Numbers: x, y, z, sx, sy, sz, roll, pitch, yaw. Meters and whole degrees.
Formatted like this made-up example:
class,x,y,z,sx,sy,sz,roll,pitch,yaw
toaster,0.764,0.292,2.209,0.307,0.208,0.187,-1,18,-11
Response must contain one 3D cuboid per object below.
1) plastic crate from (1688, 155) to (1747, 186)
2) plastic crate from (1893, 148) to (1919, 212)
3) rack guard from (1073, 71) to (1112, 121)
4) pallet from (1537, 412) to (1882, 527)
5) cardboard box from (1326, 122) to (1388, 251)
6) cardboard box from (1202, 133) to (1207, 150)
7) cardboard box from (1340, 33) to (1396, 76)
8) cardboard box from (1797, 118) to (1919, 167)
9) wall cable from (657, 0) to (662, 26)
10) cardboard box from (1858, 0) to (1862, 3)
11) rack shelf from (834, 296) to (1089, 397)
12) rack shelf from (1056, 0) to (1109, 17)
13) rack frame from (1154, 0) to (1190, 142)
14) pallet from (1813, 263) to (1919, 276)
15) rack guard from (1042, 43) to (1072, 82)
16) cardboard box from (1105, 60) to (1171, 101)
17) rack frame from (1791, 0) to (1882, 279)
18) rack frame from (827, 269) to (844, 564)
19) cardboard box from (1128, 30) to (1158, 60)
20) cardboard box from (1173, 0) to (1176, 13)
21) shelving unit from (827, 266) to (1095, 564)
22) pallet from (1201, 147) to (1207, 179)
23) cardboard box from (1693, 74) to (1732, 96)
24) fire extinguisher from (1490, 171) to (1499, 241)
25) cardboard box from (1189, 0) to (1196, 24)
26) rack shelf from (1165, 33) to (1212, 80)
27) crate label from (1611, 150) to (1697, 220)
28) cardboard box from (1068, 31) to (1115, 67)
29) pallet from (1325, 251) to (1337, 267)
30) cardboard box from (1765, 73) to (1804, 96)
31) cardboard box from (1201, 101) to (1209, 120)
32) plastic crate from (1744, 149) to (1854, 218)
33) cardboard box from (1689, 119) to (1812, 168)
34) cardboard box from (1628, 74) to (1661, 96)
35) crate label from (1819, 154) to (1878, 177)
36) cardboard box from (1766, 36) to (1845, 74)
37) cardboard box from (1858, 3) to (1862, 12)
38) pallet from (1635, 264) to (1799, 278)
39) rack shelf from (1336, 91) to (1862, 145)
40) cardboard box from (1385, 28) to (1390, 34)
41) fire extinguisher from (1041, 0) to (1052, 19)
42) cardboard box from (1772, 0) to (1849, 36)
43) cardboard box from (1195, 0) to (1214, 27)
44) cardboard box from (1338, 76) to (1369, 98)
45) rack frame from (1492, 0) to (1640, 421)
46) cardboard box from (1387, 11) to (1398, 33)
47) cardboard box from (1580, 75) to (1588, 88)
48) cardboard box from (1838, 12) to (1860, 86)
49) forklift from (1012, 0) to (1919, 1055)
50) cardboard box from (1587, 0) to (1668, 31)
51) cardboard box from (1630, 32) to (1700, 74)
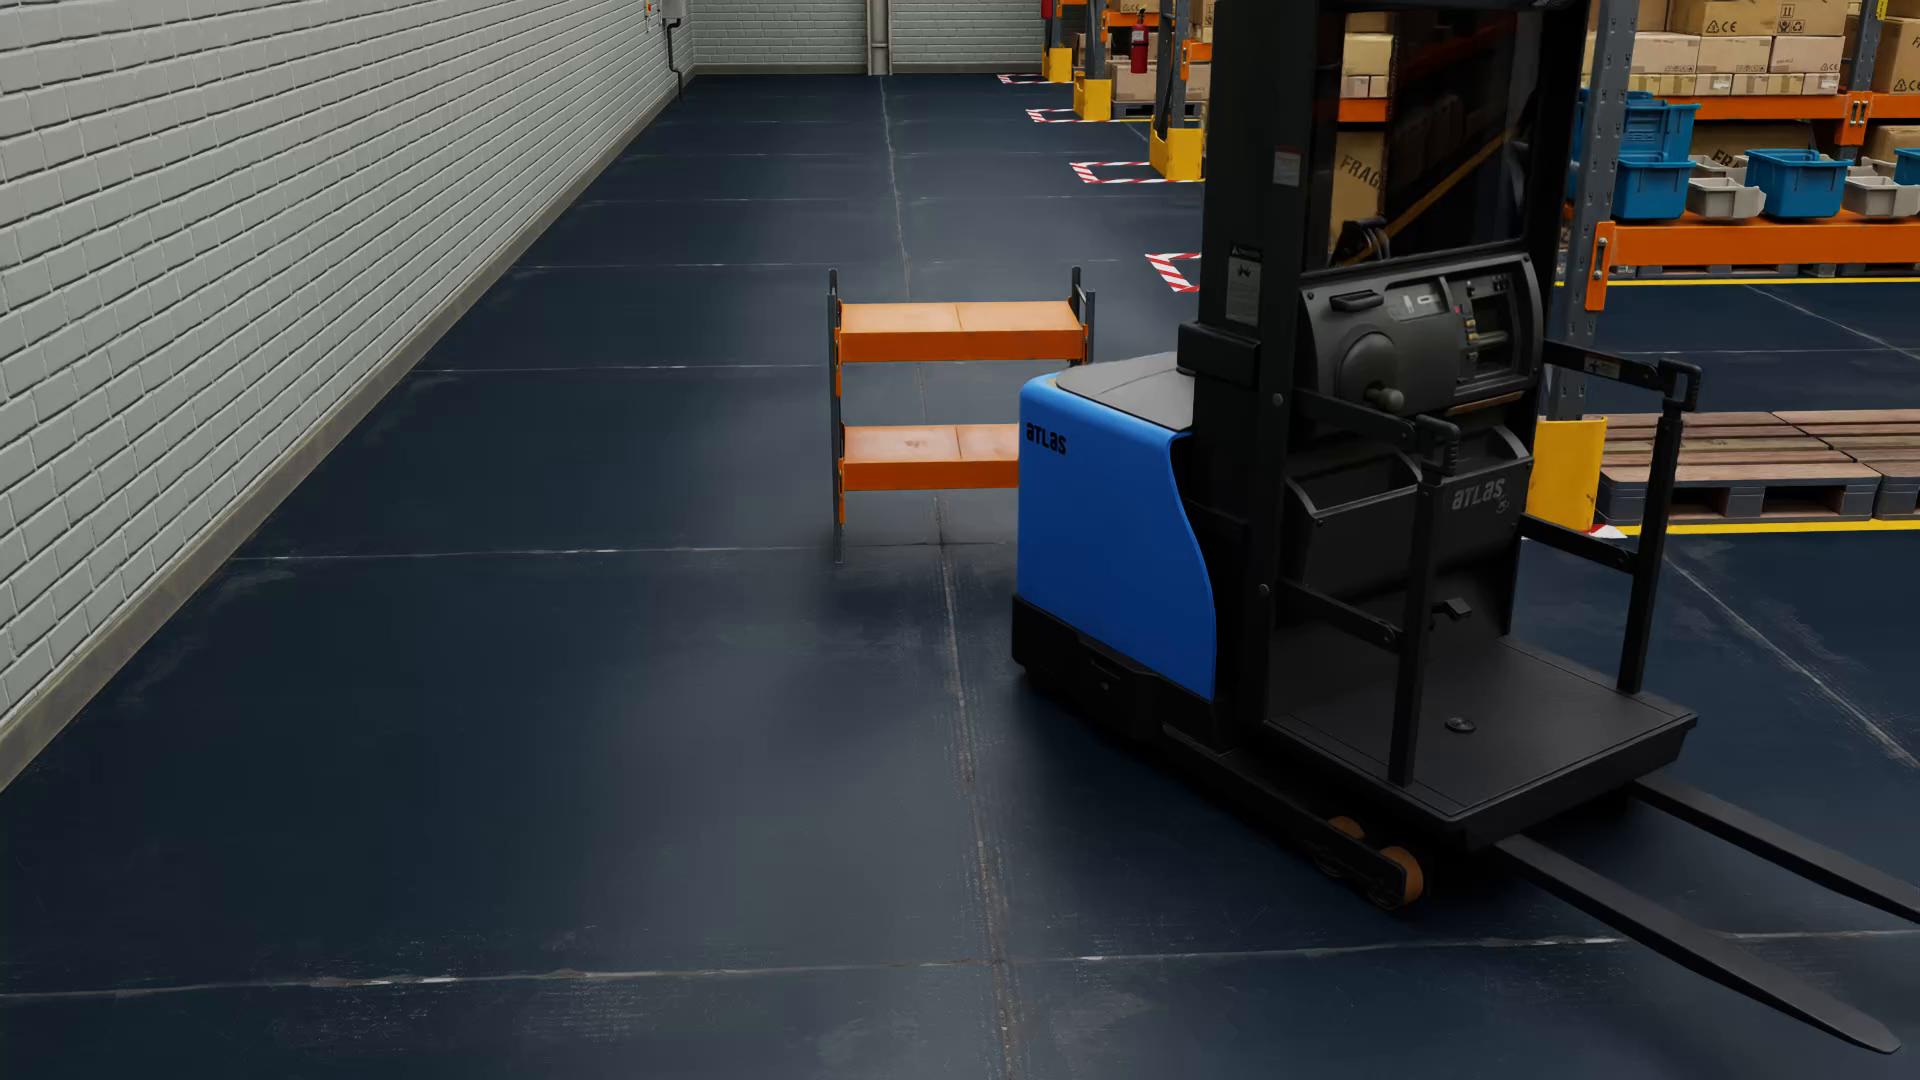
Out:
class,x,y,z,sx,sy,sz,roll,pitch,yaw
plastic crate,3.386,-1.633,7.480,0.243,0.136,0.396,-1,21,-3
plastic crate,4.162,-1.512,7.027,0.300,0.233,0.416,-1,21,-3
rack guard,1.710,-5.758,21.543,0.348,0.500,1.175,-1,21,-3
pallet,3.408,-0.347,7.736,1.213,0.211,1.003,-1,21,-3
cardboard box,2.934,-2.651,12.265,0.875,0.875,0.875,-1,21,-3
cardboard box,2.631,-4.119,17.141,0.250,0.149,0.380,-1,21,-2
cardboard box,2.794,-3.389,11.601,0.500,0.250,0.500,-2,21,-4
cardboard box,6.931,-2.711,12.423,0.875,0.875,1.225,-1,21,-3
wall cable,-3.987,-7.783,21.919,0.122,1.984,0.588,-1,21,-3
cardboard box,8.858,-5.362,16.334,0.250,0.149,0.380,-1,21,-3
rack shelf,-0.007,-0.799,6.816,1.000,0.278,0.538,-1,21,-3
rack shelf,3.443,-8.395,25.965,4.000,0.370,1.077,-1,21,-3
rack frame,2.117,-5.171,16.486,0.127,3.000,1.000,-1,21,-3
pallet,7.059,-2.227,12.674,1.213,0.211,1.003,-1,21,-3
rack guard,1.522,-7.523,26.179,0.348,0.500,1.175,-1,21,-3
cardboard box,2.387,-5.975,21.609,0.875,0.438,0.875,-2,21,-5
rack frame,6.293,-3.488,12.066,0.127,3.000,1.000,-1,21,-3
rack frame,-0.514,-0.515,6.893,0.032,1.125,0.500,-1,21,-3
cardboard box,2.918,-7.701,26.054,0.500,0.500,0.700,0,21,-1
cardboard box,2.733,-6.902,20.892,0.500,0.500,0.500,-1,21,-4
shelving unit,-0.007,-0.526,6.920,1.048,1.125,0.538,-1,21,-3
pallet,3.006,-3.873,16.997,1.213,0.211,1.003,-1,21,-3
cardboard box,5.237,-3.232,11.748,0.250,0.149,0.380,-1,21,-2
fire extinguisher,2.406,-1.595,7.728,0.183,0.674,0.296,-1,21,-3
cardboard box,2.551,-5.457,16.680,0.500,0.500,0.500,-1,21,-2
rack shelf,4.114,-4.875,16.721,4.000,0.370,1.077,-1,21,-3
crate label,2.847,-1.485,6.957,0.303,0.233,0.416,-1,21,-3
cardboard box,2.063,-7.699,26.044,0.637,0.503,0.797,-2,21,-5
pallet,3.093,-2.147,12.465,1.213,0.211,1.003,-1,21,-3
cardboard box,5.750,-3.243,11.775,0.250,0.149,0.380,-1,21,-2
cardboard box,2.631,-4.413,17.078,0.250,0.149,0.380,-1,21,-2
plastic crate,3.505,-1.498,6.992,0.300,0.233,0.416,-1,21,-3
cardboard box,5.629,-2.706,12.409,0.875,0.875,0.875,-1,21,-3
cardboard box,4.724,-3.222,11.720,0.250,0.149,0.380,-1,21,-4
crate label,3.953,-1.648,7.520,0.243,0.136,0.396,-1,21,-3
cardboard box,5.867,-3.455,11.772,0.500,0.250,0.500,-2,21,-4
cardboard box,8.884,-5.225,16.392,0.250,0.149,0.380,-1,21,-4
pallet,5.529,-2.197,12.595,1.213,0.211,1.003,-1,21,-3
rack shelf,4.296,-3.111,12.088,4.000,0.370,1.077,-1,21,-3
cardboard box,3.274,-3.590,12.127,0.500,0.250,0.500,-2,21,-4
fire extinguisher,1.326,-8.313,25.372,0.183,0.674,0.296,-1,21,-3
cardboard box,5.849,-3.803,11.633,0.500,0.500,0.500,-1,21,-1
cardboard box,2.581,-5.267,16.182,0.500,0.500,0.500,0,21,0
cardboard box,2.673,-3.179,11.609,0.250,0.149,0.380,-1,21,-2
rack frame,2.582,-1.647,7.232,0.127,3.000,1.000,-1,21,-3
cardboard box,3.293,-3.750,11.494,0.500,0.500,0.500,-2,21,-4
cardboard box,4.208,-3.211,11.692,0.250,0.149,0.380,-2,21,-4
cardboard box,6.744,-3.641,12.328,0.500,0.500,0.500,-1,21,-3
forklift,1.426,-0.566,4.487,1.130,2.935,3.031,-14,25,-32
cardboard box,4.789,-3.969,12.069,0.500,0.500,0.500,-2,21,-5
cardboard box,4.841,-3.433,11.714,0.500,0.250,0.500,-1,21,-2
